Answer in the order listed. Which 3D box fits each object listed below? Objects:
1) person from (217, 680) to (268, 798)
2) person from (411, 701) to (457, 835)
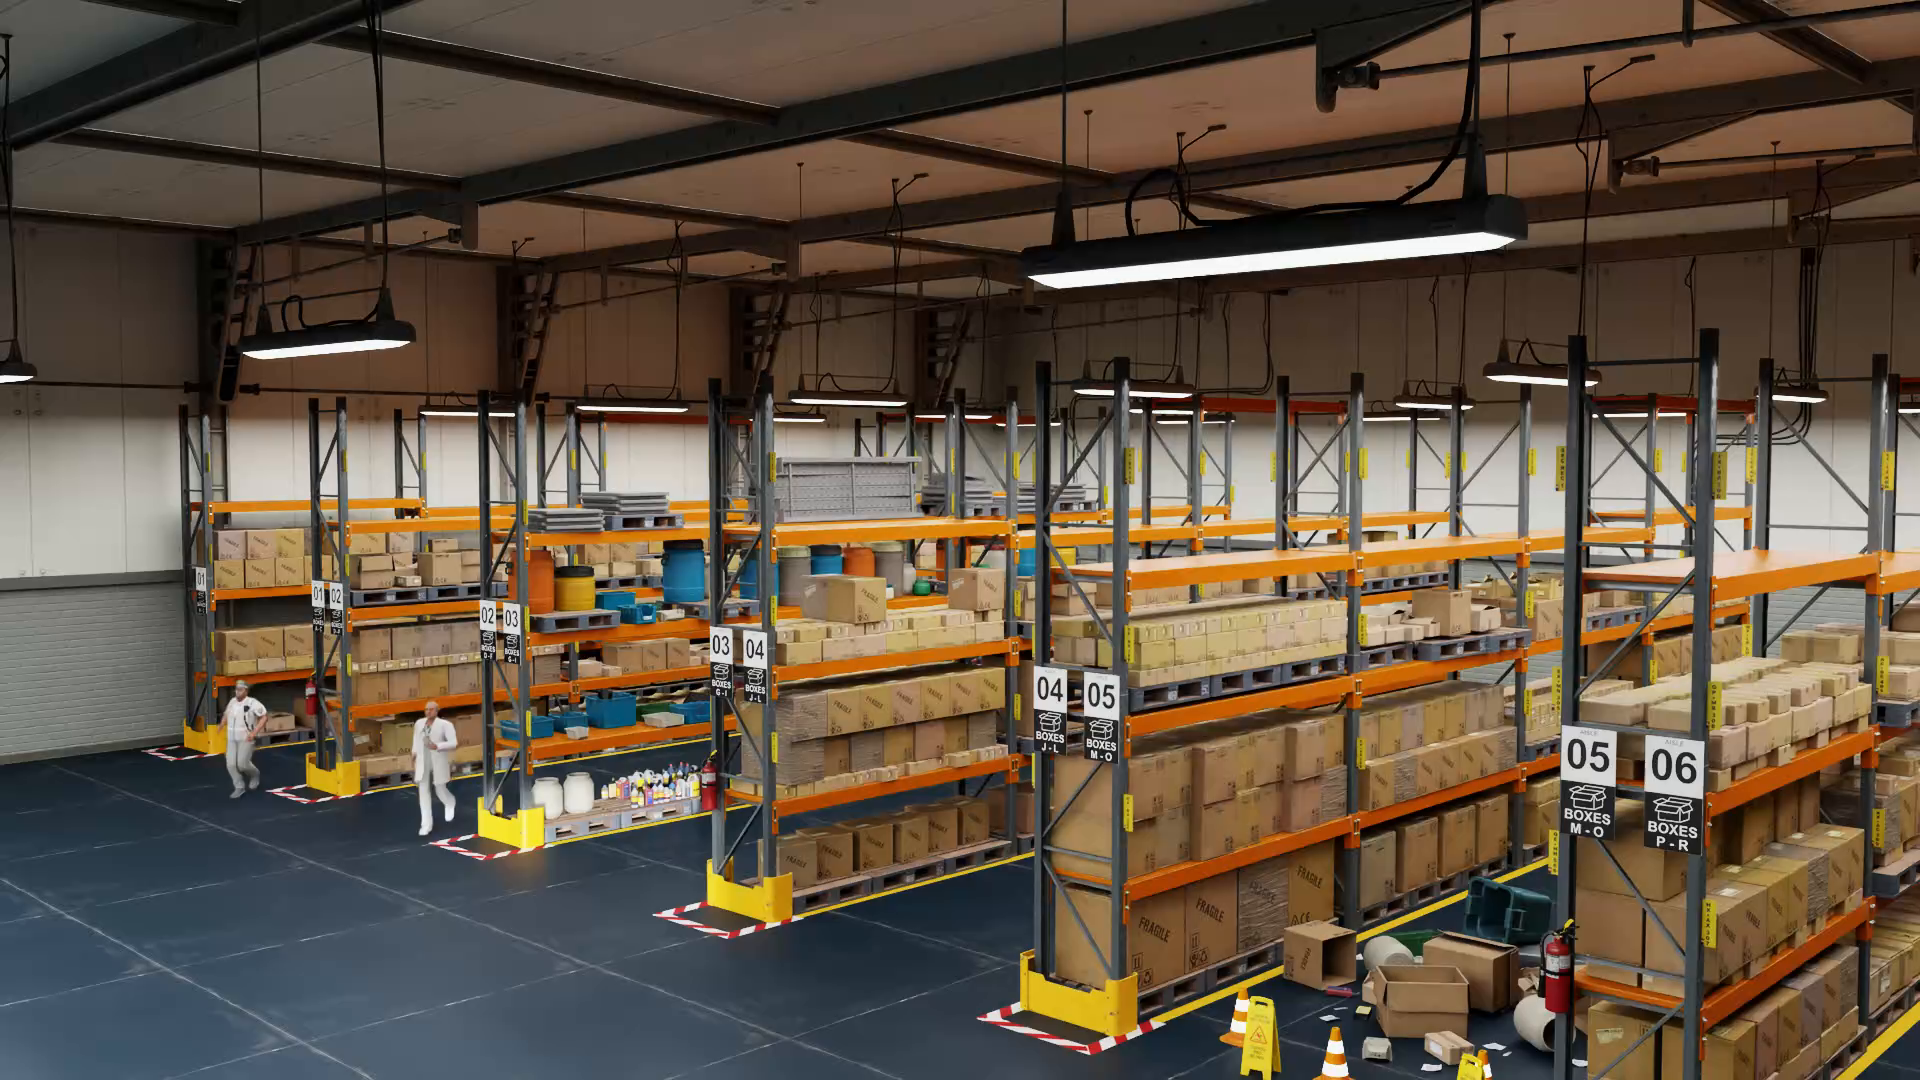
[{"bbox_3d":[-10.847,2.986,25.086,0.705,1.759,0.595,1,3,12],"label":"person"},{"bbox_3d":[-7.168,3.064,22.663,0.707,1.758,1.004,0,3,4],"label":"person"}]
